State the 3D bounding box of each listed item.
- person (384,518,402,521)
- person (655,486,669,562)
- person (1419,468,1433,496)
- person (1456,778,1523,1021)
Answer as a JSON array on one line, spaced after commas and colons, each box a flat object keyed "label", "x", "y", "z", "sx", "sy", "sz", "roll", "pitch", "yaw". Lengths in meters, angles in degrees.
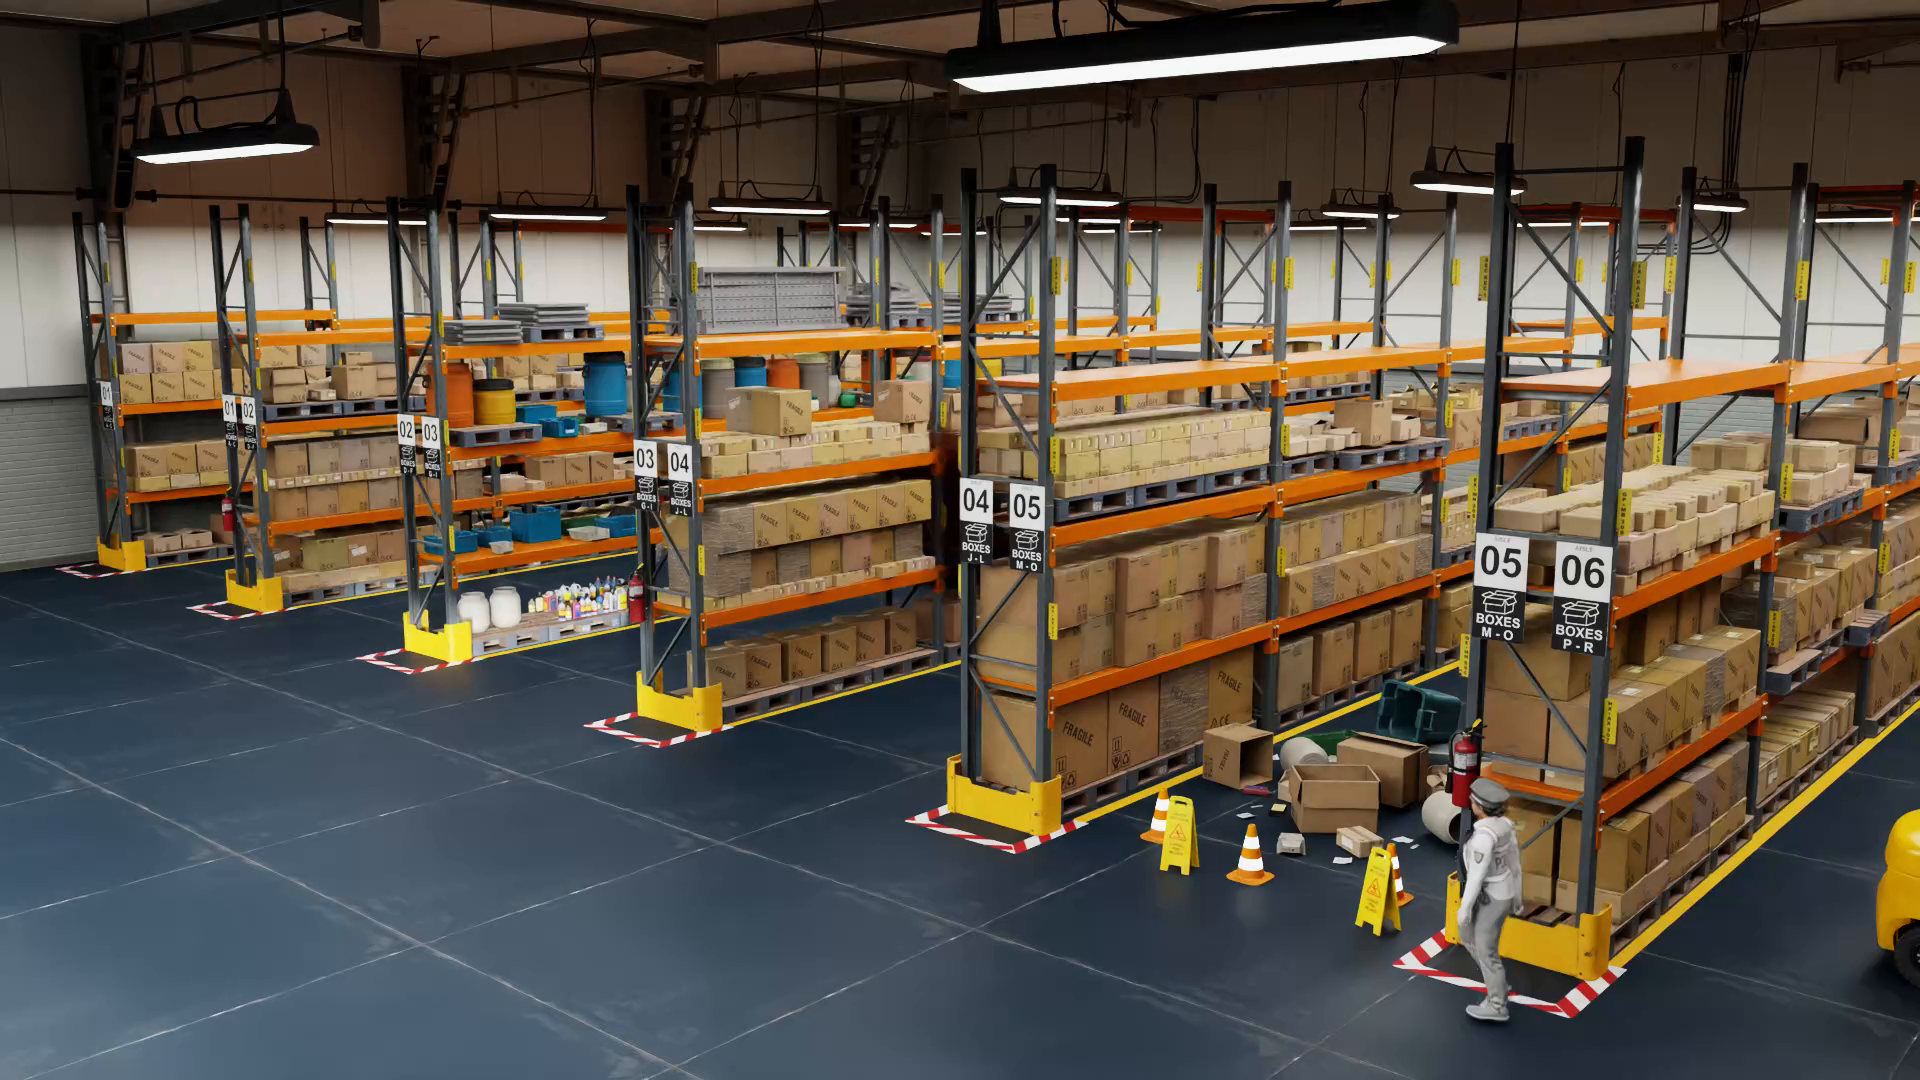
[{"label": "person", "x": -10.070, "y": -0.537, "z": 29.649, "sx": 0.513, "sy": 1.655, "sz": 0.746, "roll": 3, "pitch": 10, "yaw": 16}, {"label": "person", "x": -5.044, "y": -0.448, "z": 28.907, "sx": 0.512, "sy": 1.603, "sz": 1.075, "roll": 5, "pitch": 10, "yaw": 25}, {"label": "person", "x": 8.787, "y": -0.741, "z": 31.019, "sx": 1.112, "sy": 1.541, "sz": 0.545, "roll": 6, "pitch": 11, "yaw": 31}, {"label": "person", "x": 3.589, "y": 2.468, "z": 11.373, "sx": 0.409, "sy": 1.695, "sz": 0.481, "roll": 5, "pitch": 11, "yaw": 29}]
